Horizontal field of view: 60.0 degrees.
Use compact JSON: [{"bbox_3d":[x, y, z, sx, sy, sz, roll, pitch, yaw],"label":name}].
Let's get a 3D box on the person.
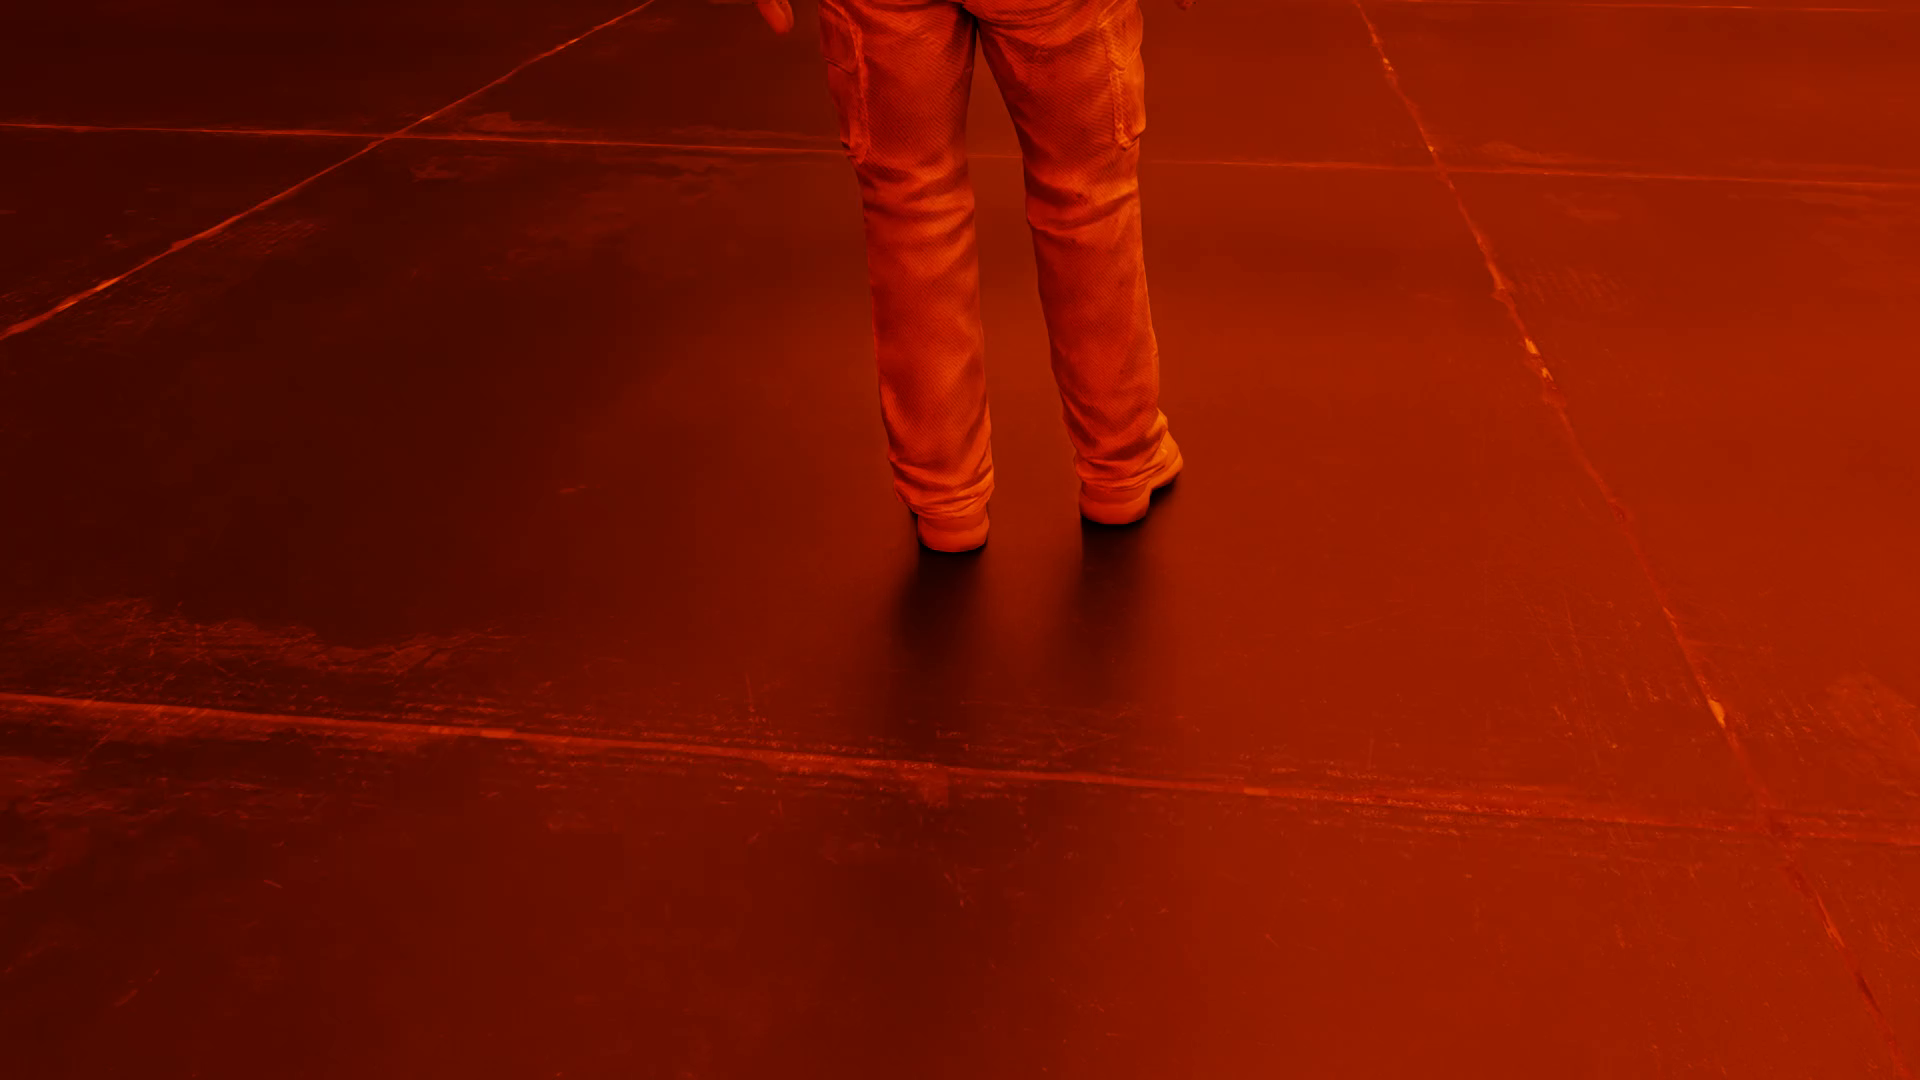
[{"bbox_3d":[0.018,-0.836,2.162,0.657,1.785,0.575,3,27,7],"label":"person"}]
